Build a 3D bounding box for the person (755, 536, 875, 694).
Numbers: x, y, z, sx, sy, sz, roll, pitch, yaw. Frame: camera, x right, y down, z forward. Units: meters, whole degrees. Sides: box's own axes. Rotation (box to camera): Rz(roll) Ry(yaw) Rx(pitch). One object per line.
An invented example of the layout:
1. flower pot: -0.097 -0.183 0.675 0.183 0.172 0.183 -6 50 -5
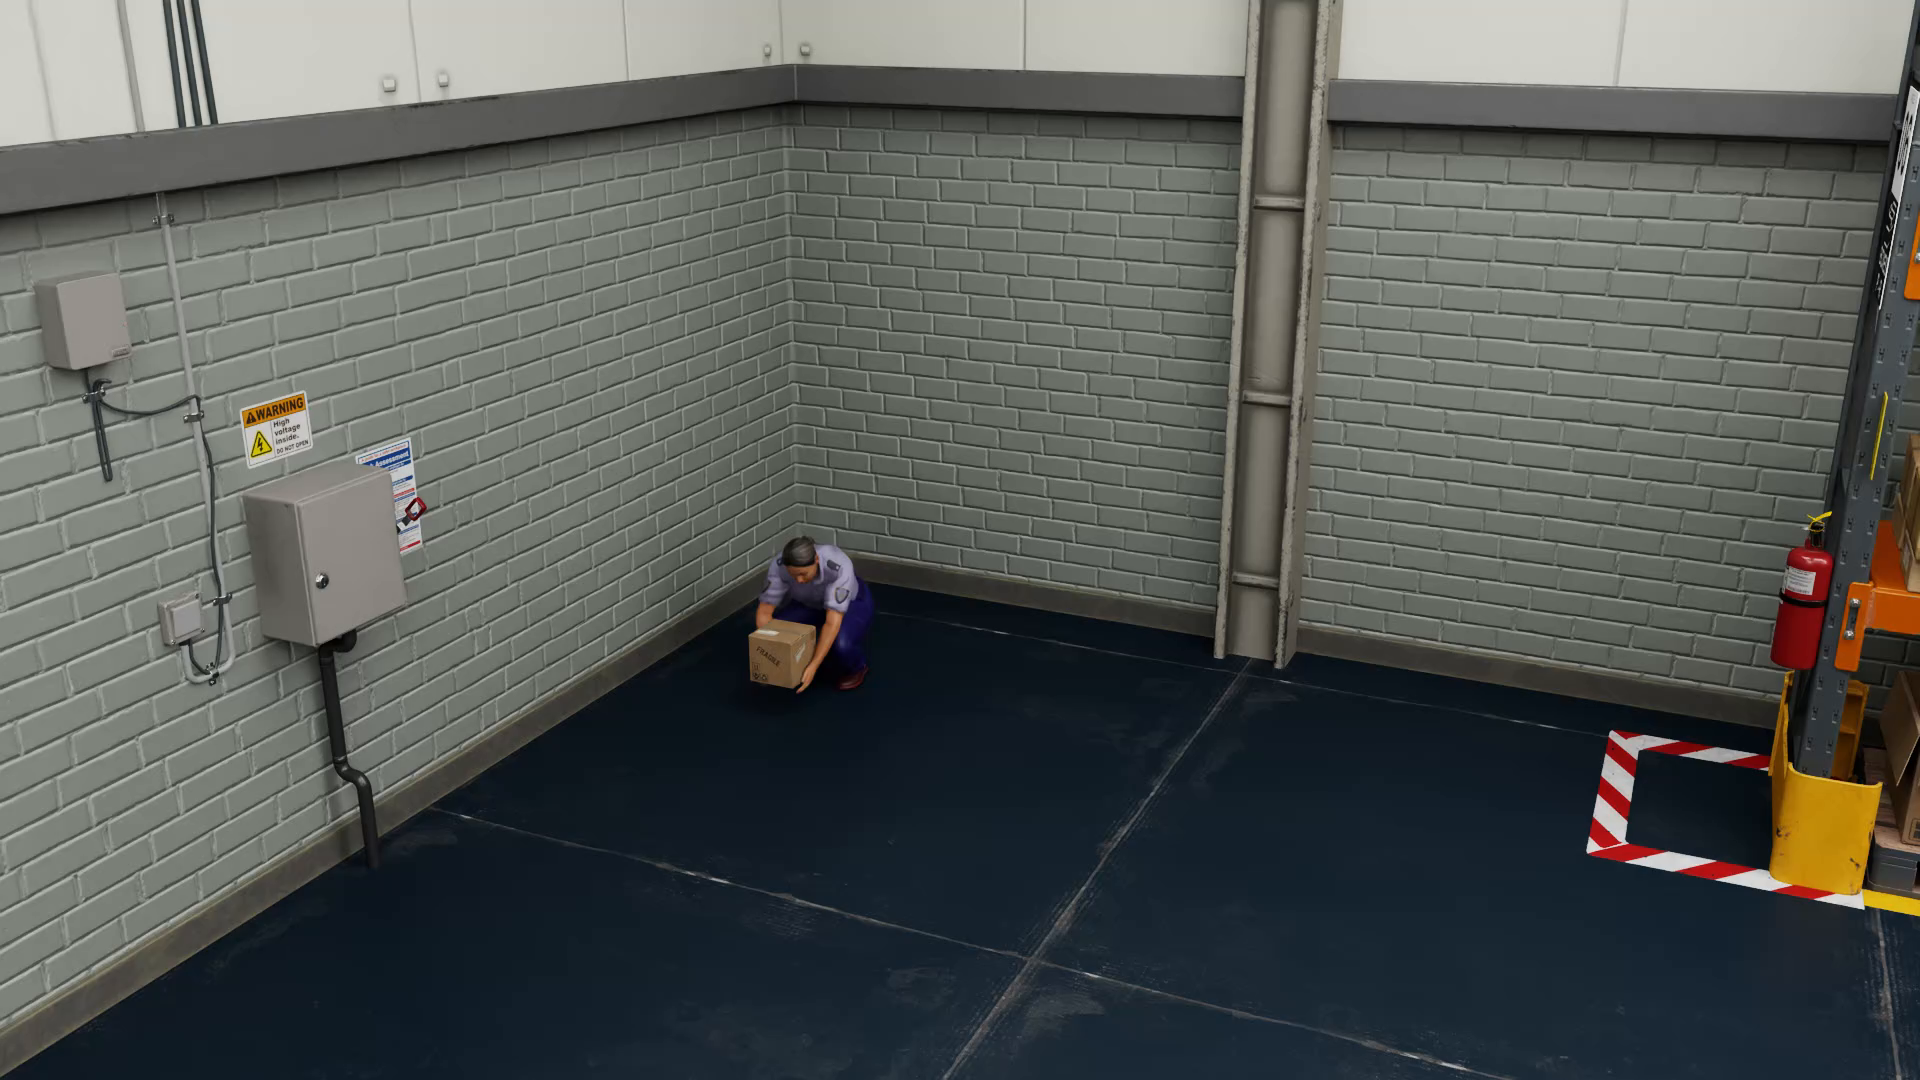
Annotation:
1. person: -0.759 0.354 8.701 0.530 0.920 0.839 8 21 23
